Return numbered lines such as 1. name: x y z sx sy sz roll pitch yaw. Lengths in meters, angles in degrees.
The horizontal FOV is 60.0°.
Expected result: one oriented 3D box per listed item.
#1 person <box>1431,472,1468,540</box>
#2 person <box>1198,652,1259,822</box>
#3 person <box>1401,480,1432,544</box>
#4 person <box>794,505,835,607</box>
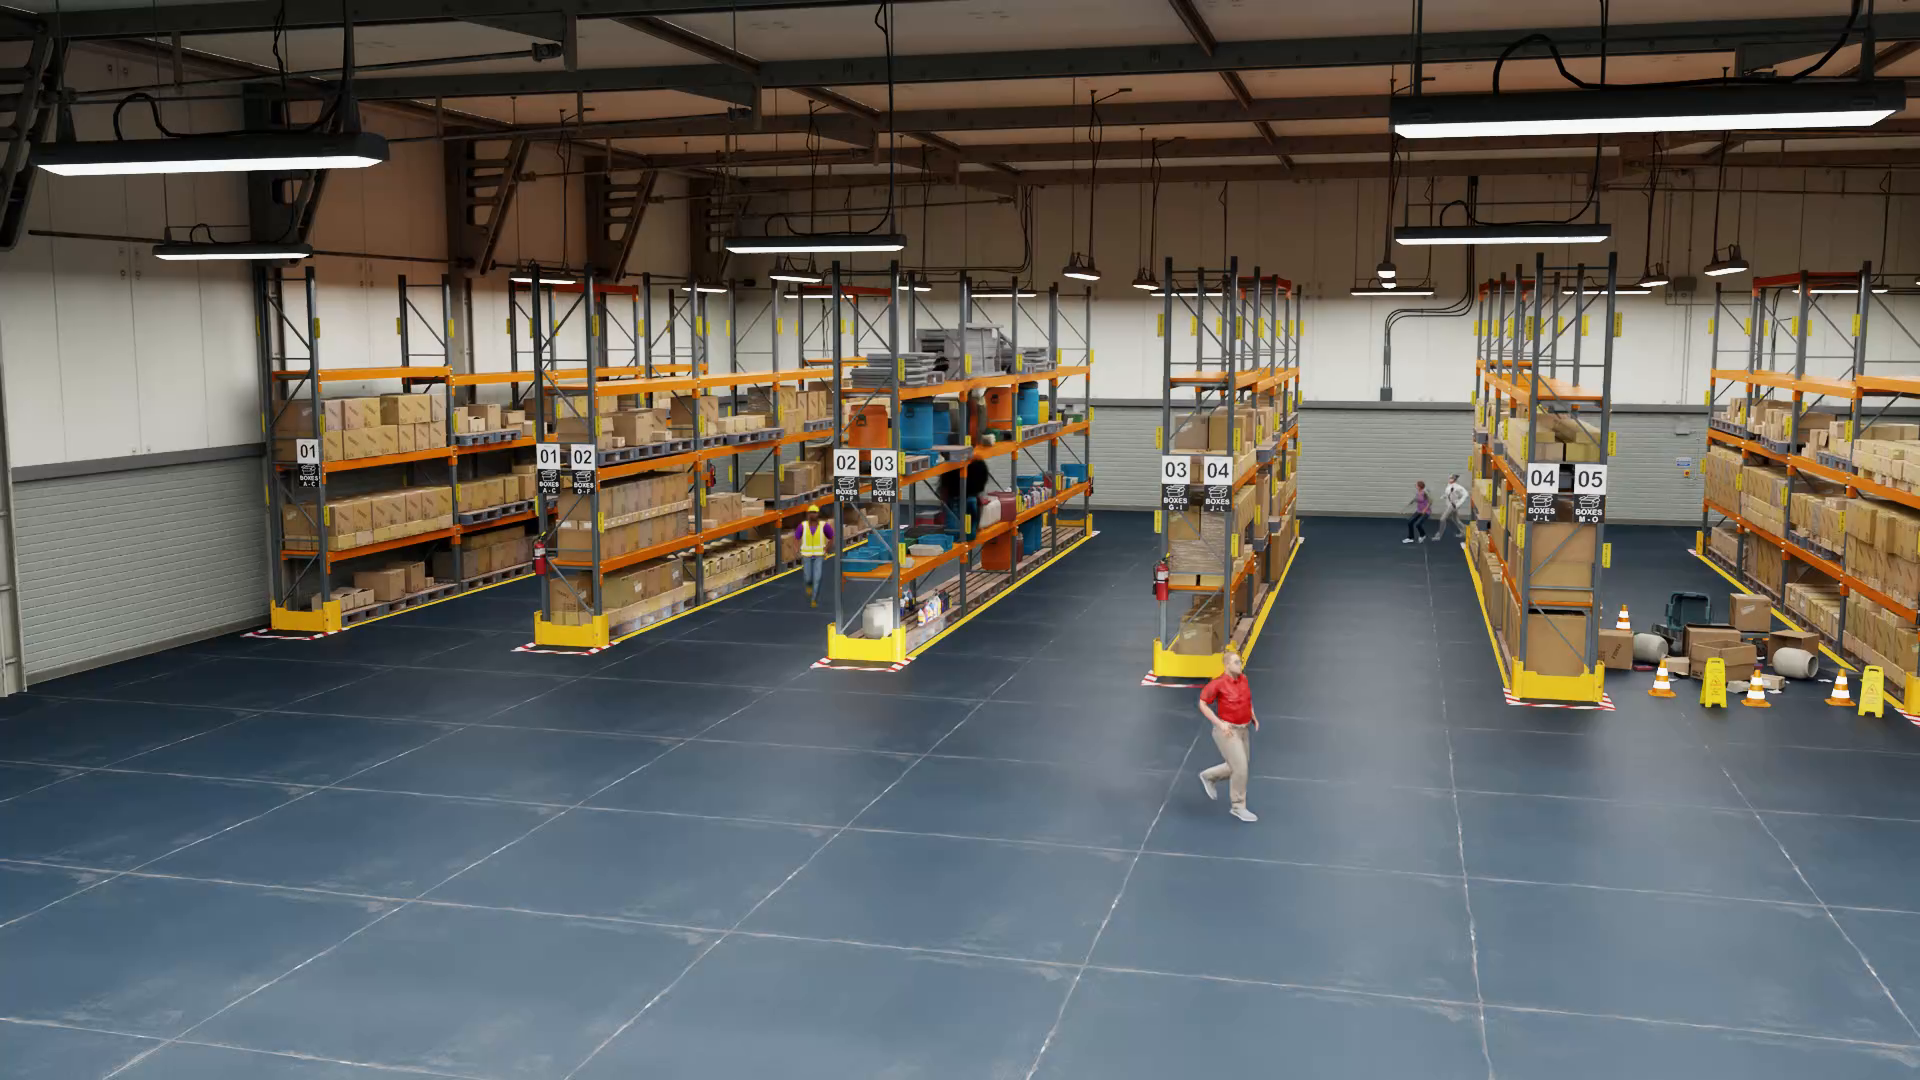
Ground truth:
1. person: 11.667 -0.780 39.313 0.873 1.664 0.724 0 7 -3
2. person: 2.770 1.995 17.159 0.676 1.711 0.785 -7 10 -45
3. person: 10.716 -0.656 38.864 0.444 1.490 0.763 -4 8 -28
4. person: -2.486 0.265 28.364 0.702 1.732 0.589 0 7 -2
